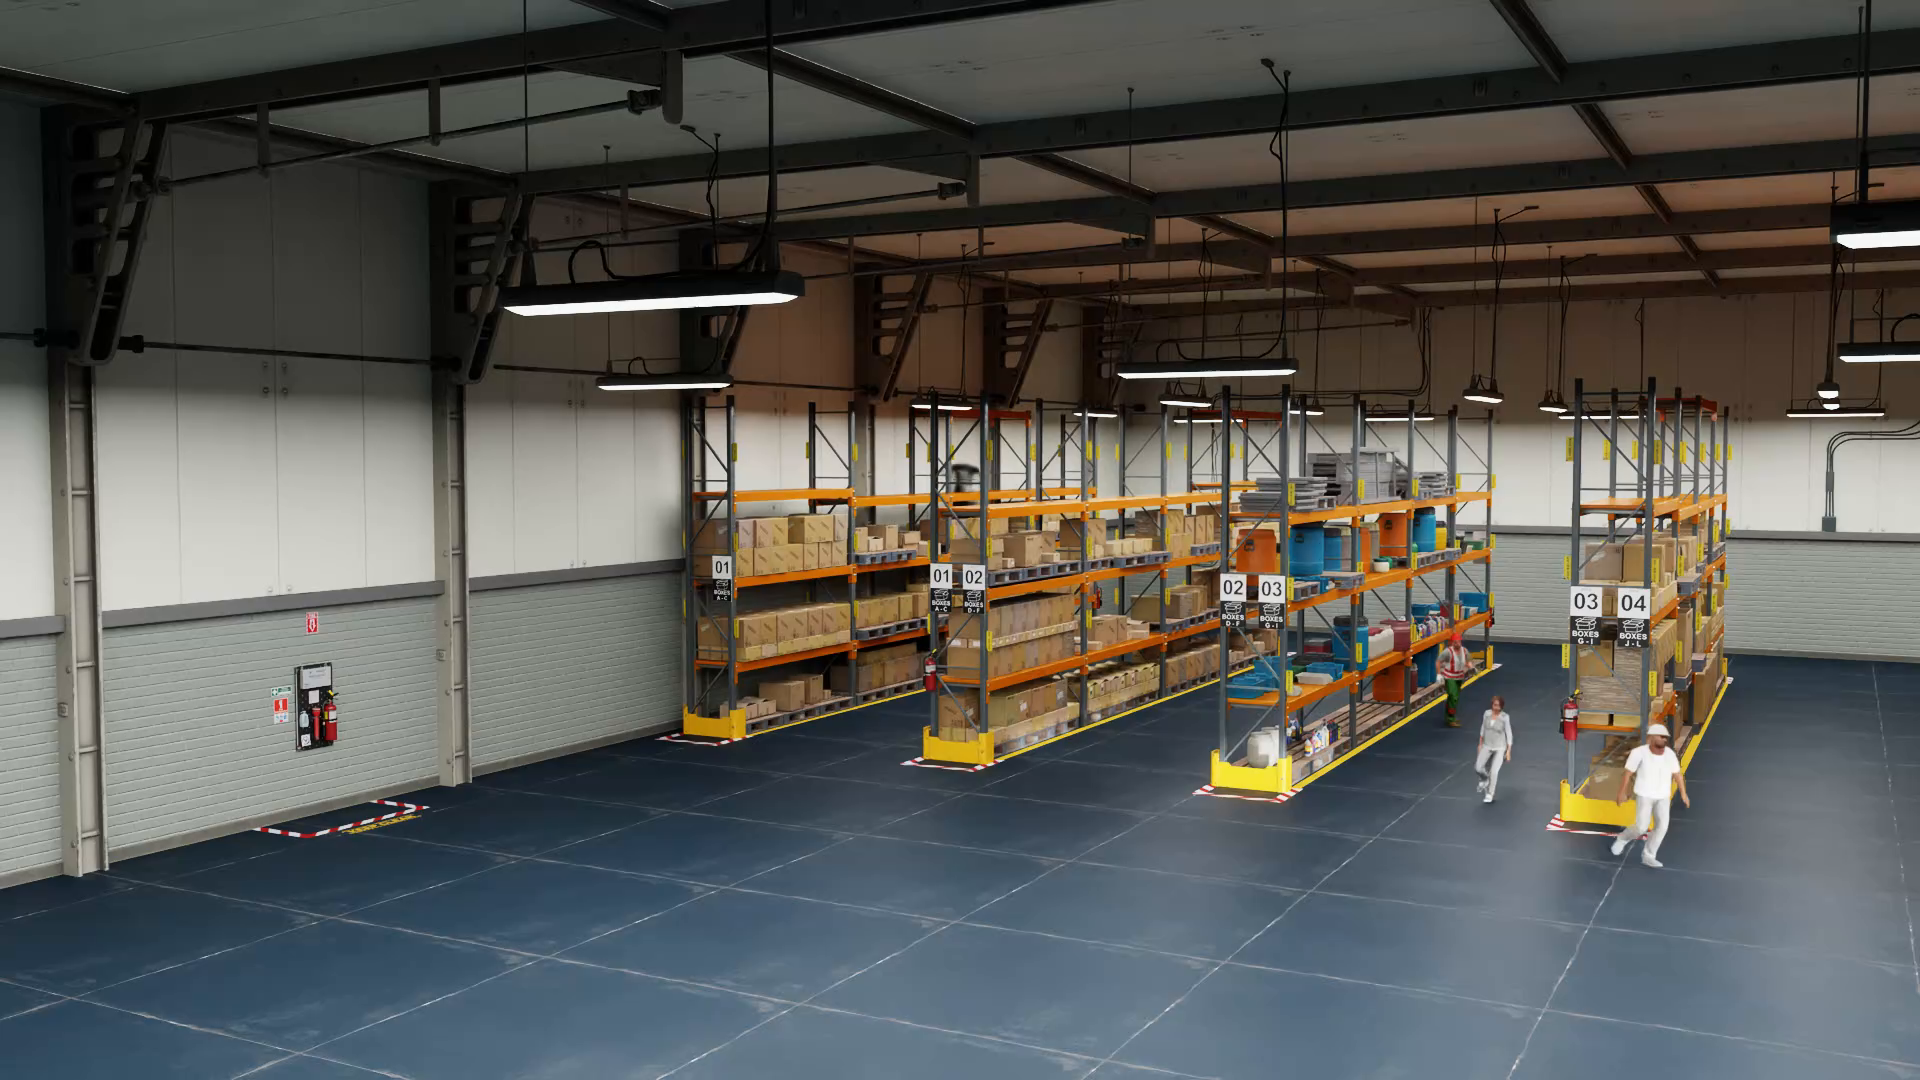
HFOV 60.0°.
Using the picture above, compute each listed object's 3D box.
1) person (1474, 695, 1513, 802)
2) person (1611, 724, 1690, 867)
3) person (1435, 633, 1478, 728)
[{"bbox_3d":[7.601,2.962,23.680,0.579,1.537,0.488,2,4,36],"label":"person"},{"bbox_3d":[8.333,3.075,20.123,0.728,1.724,0.688,0,3,-8],"label":"person"},{"bbox_3d":[9.069,2.552,30.425,0.669,1.727,0.849,-2,3,-29],"label":"person"}]
